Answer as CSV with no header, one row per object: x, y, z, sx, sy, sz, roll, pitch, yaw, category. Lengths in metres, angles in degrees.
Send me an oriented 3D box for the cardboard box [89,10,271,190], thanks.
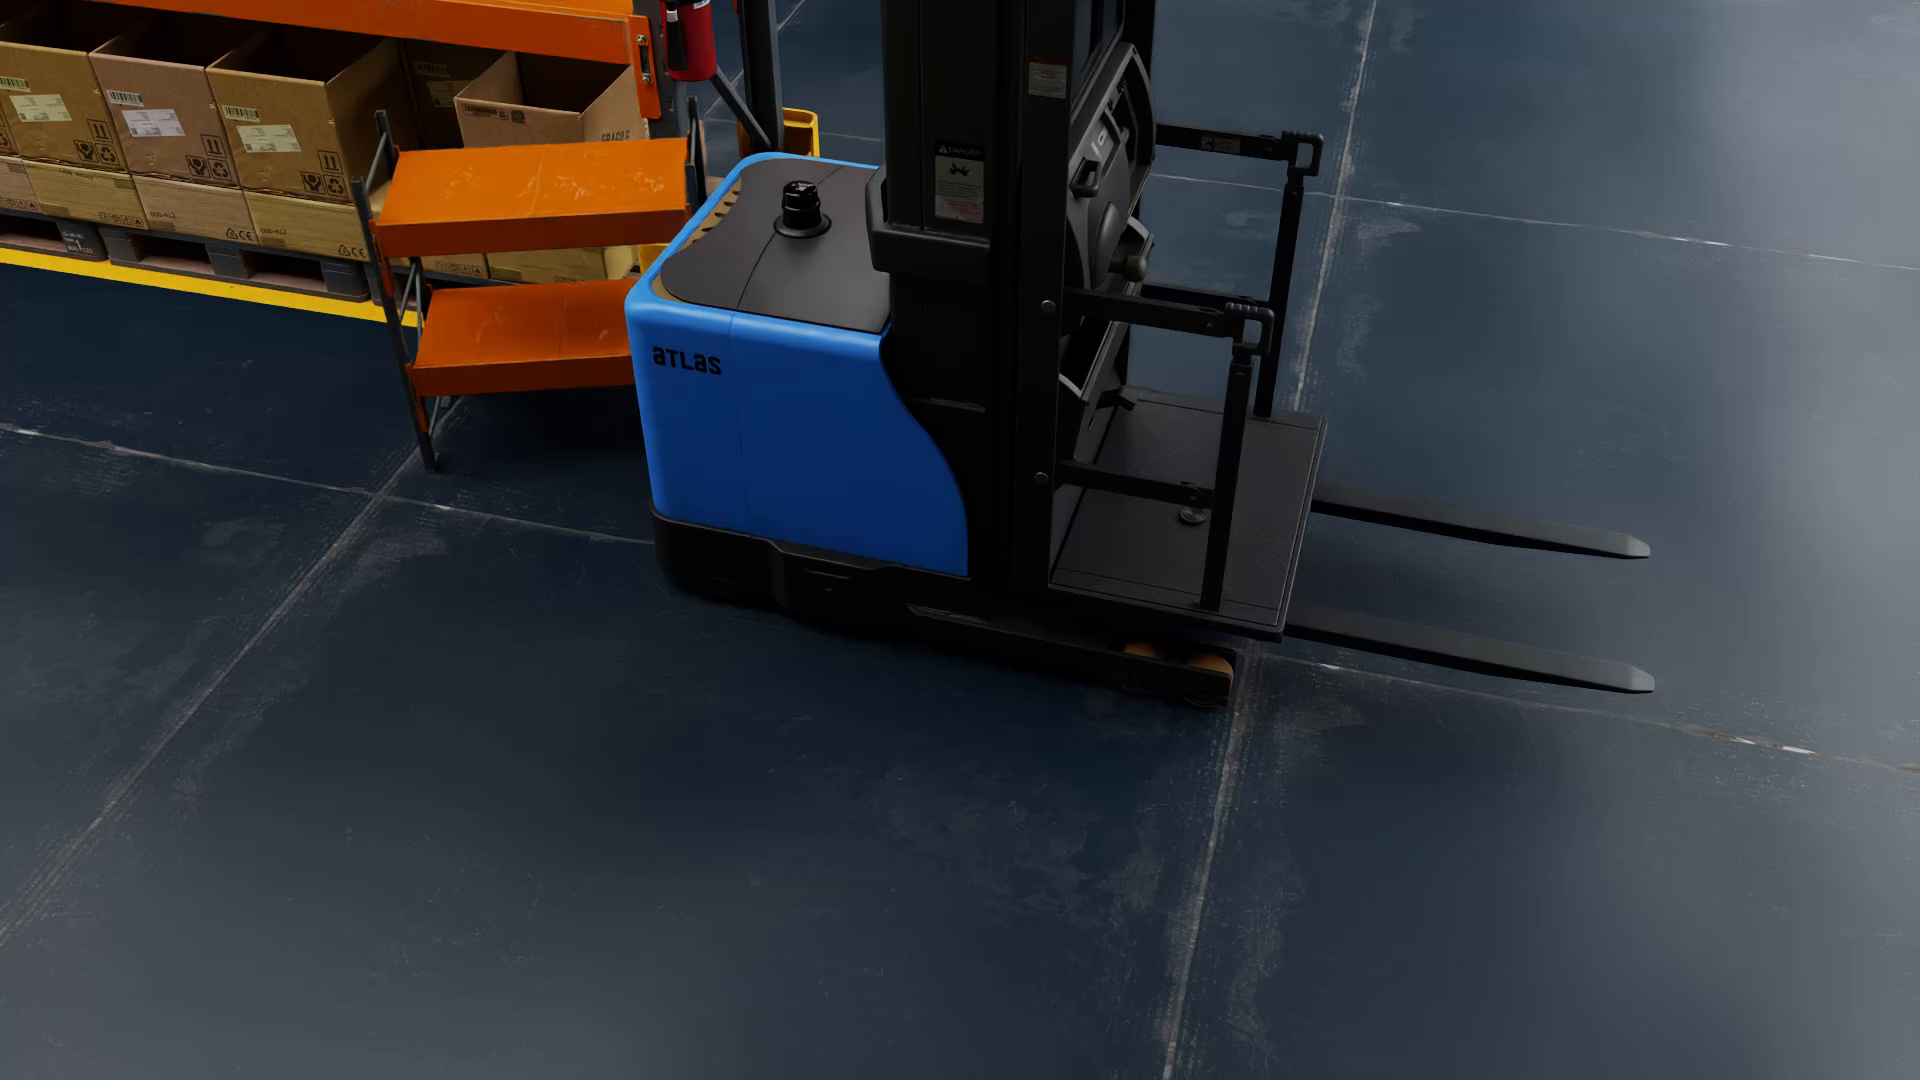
-2.959,-1.741,6.513,0.500,0.500,0.500,10,41,11,cardboard box

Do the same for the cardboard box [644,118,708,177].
-1.372,-1.536,6.852,0.500,0.250,0.500,10,41,11,cardboard box

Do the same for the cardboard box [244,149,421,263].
-2.475,-1.372,6.657,0.500,0.250,0.500,10,41,11,cardboard box

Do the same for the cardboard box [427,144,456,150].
-1.856,-1.617,6.948,0.500,0.250,0.500,10,41,11,cardboard box

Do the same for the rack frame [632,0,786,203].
-0.911,-2.201,5.832,0.127,3.000,1.000,10,41,11,rack frame

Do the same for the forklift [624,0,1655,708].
0.602,-1.007,4.464,3.031,2.935,1.130,11,41,13,forklift

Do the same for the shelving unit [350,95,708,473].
-1.377,-0.862,5.696,1.048,1.125,0.538,-4,40,-5,shelving unit

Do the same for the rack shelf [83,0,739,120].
-2.844,-2.258,6.459,4.000,0.370,1.077,10,41,11,rack shelf

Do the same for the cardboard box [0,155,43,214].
-3.924,-1.622,6.954,0.500,0.250,0.500,10,41,11,cardboard box

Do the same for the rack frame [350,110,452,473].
-1.882,-0.827,5.654,0.032,1.125,0.500,-4,40,-5,rack frame

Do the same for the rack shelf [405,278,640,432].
-1.377,-0.675,5.853,1.000,0.278,0.538,-4,40,-5,rack shelf

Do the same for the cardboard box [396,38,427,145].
-2.342,-1.980,6.798,0.500,0.500,0.500,10,41,11,cardboard box

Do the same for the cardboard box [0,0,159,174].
-3.442,-1.823,6.611,0.500,0.500,0.500,10,41,11,cardboard box

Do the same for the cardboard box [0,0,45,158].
-3.923,-1.911,6.715,0.500,0.500,0.500,10,41,11,cardboard box

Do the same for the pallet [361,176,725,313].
-1.661,-1.234,6.849,1.213,0.211,1.003,10,41,11,pallet

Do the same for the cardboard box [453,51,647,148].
-1.506,-1.500,6.226,0.500,0.500,0.500,10,41,11,cardboard box

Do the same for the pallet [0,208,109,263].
-4.018,-1.640,7.332,1.213,0.211,1.003,10,41,11,pallet

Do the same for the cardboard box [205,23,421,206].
-2.476,-1.657,6.413,0.500,0.500,0.500,10,41,11,cardboard box

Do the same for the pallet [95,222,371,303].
-2.836,-1.438,7.092,1.213,0.211,1.003,10,41,11,pallet

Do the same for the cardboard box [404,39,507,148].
-1.856,-1.905,6.708,0.500,0.500,0.500,10,41,11,cardboard box

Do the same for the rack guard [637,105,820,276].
-0.888,-1.240,6.631,0.348,0.500,1.175,10,41,11,rack guard

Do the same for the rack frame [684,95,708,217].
-0.871,-0.898,5.738,0.032,1.125,0.500,-4,40,-5,rack frame

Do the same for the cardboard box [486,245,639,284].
-1.506,-1.214,6.469,0.500,0.250,0.500,10,41,11,cardboard box

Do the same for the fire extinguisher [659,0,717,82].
-0.917,-1.863,5.490,0.183,0.674,0.296,10,41,11,fire extinguisher

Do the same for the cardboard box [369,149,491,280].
-1.992,-1.290,6.559,0.500,0.250,0.500,10,41,11,cardboard box

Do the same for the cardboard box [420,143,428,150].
-2.339,-1.700,7.048,0.500,0.250,0.500,10,41,11,cardboard box

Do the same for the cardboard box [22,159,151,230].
-3.443,-1.536,6.851,0.500,0.250,0.500,10,41,11,cardboard box

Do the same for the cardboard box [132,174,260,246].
-2.958,-1.456,6.757,0.500,0.250,0.500,10,41,11,cardboard box

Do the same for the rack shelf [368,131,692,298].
-1.377,-1.087,5.508,1.000,0.278,0.538,-4,40,-5,rack shelf
